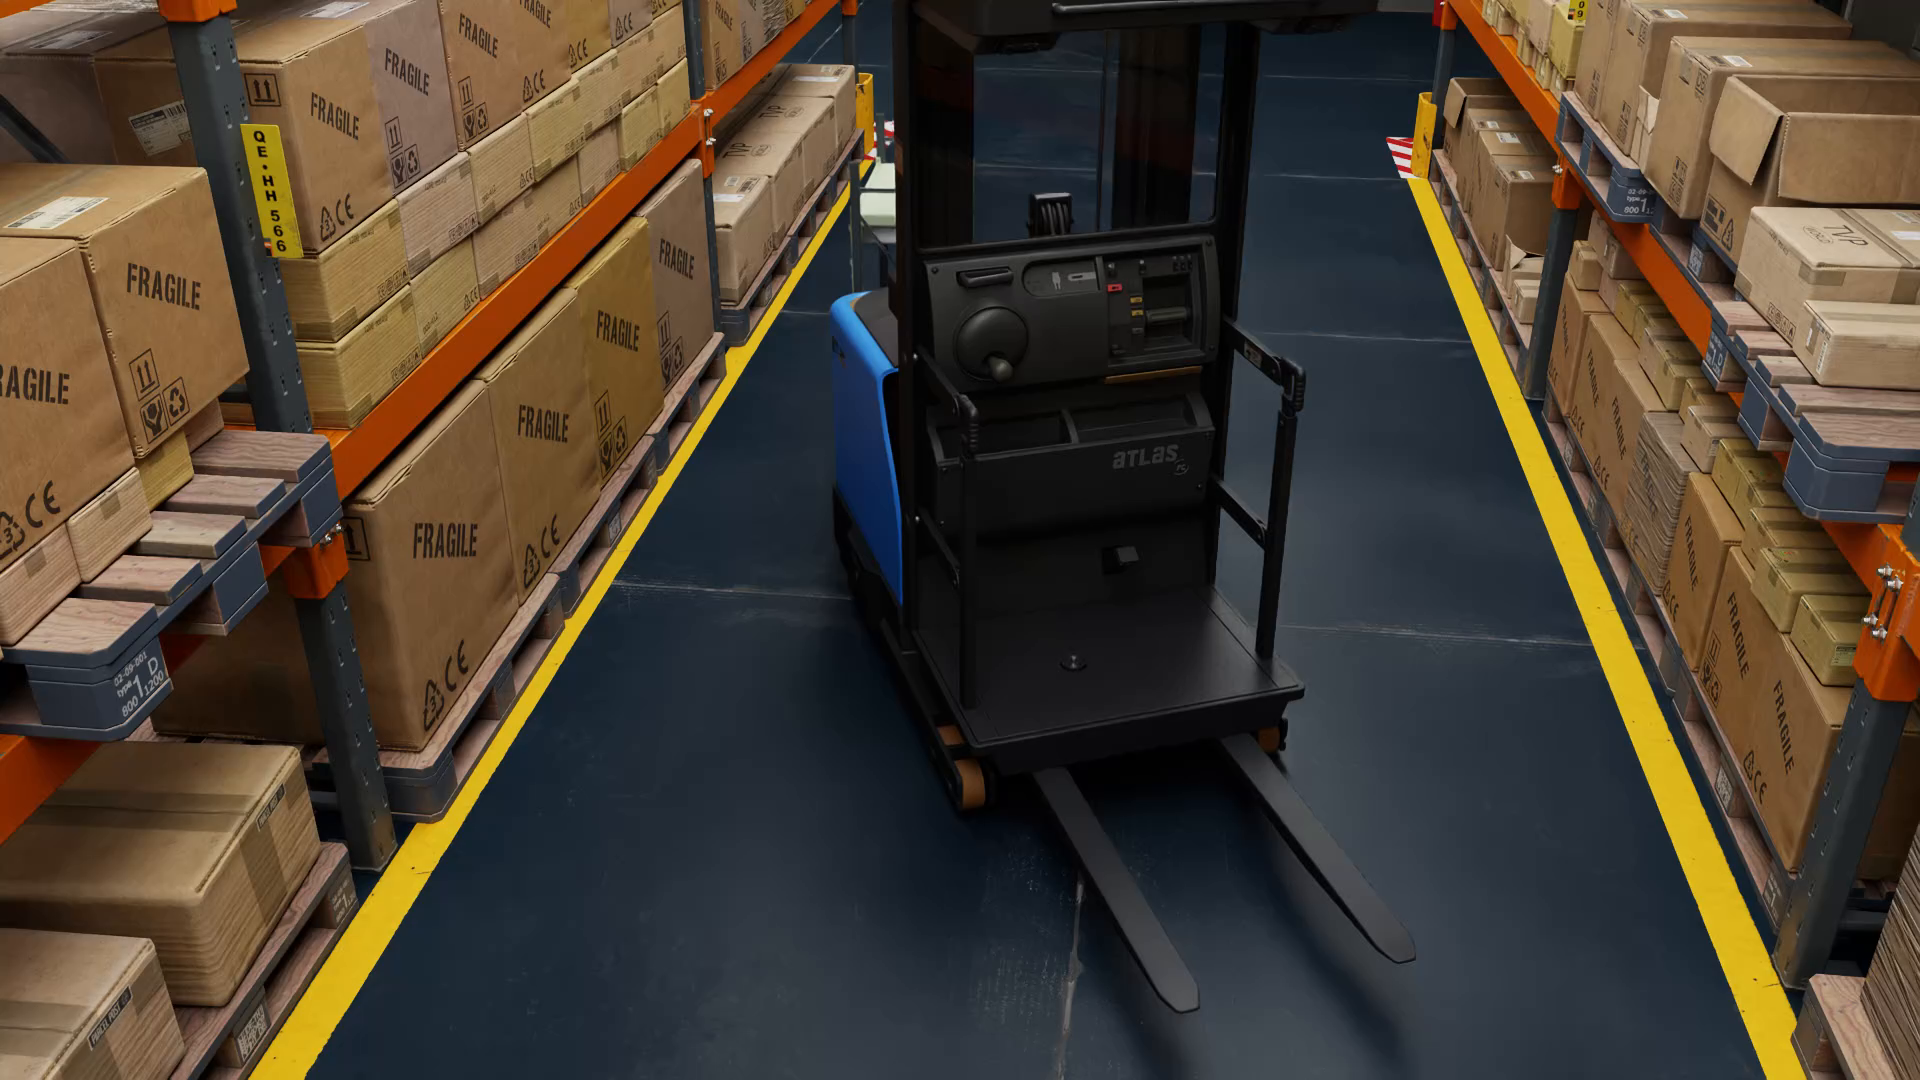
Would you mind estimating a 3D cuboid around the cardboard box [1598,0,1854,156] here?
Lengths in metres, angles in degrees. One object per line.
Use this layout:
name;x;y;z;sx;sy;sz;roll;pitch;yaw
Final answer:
cardboard box;2.874;-1.756;6.298;0.700;0.500;0.500;4;29;7

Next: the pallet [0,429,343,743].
pallet;-2.180;0.037;3.721;1.213;0.211;1.003;3;28;6

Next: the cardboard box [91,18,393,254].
cardboard box;-1.895;-1.091;4.453;0.500;0.500;0.500;2;28;5

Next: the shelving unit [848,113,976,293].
shelving unit;-0.179;-0.912;6.861;0.431;1.500;0.755;2;28;5

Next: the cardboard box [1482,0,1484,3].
cardboard box;3.321;-3.255;9.895;0.380;0.149;0.250;4;29;8

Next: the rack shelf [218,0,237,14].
rack shelf;-1.953;-2.334;5.516;1.077;0.370;4.000;3;28;6

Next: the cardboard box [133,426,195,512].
cardboard box;-1.966;-0.165;3.716;0.380;0.149;0.250;4;29;7

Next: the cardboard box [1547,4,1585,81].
cardboard box;3.039;-2.304;7.709;0.500;0.250;0.500;4;29;7

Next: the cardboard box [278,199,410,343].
cardboard box;-1.891;-0.767;4.643;0.500;0.250;0.500;3;28;6

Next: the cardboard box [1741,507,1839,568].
cardboard box;2.616;0.029;5.043;0.380;0.149;0.250;2;28;5

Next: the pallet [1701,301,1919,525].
pallet;2.742;-0.341;4.423;1.213;0.211;1.003;3;28;6

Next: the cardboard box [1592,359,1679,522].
cardboard box;2.815;-0.369;6.465;0.500;0.500;0.500;3;28;5

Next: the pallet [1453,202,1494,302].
pallet;3.451;-1.657;9.603;1.003;0.211;1.213;3;28;6

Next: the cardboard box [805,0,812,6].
cardboard box;-1.144;-3.478;9.938;0.500;0.500;0.500;4;29;8

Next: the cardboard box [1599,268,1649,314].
cardboard box;2.953;-1.067;7.077;0.380;0.149;0.250;3;28;5

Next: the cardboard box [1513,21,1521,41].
cardboard box;3.214;-2.765;8.984;0.380;0.149;0.250;3;28;6

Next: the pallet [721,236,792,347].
pallet;-1.537;-1.398;9.122;1.003;0.211;1.213;3;28;6

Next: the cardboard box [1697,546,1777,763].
cardboard box;2.639;0.367;5.100;0.500;0.500;0.500;3;28;5

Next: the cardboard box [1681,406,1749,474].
cardboard box;2.728;-0.342;5.731;0.380;0.149;0.250;2;28;4

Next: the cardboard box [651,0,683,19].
cardboard box;-1.514;-2.531;7.126;0.500;0.500;0.500;4;29;8

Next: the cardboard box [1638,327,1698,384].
cardboard box;2.845;-0.700;6.396;0.380;0.149;0.250;3;28;6

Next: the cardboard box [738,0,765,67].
cardboard box;-1.325;-2.758;8.602;0.500;0.500;0.500;4;29;7

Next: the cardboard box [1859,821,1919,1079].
cardboard box;2.638;1.051;3.698;0.875;0.625;0.625;4;29;8

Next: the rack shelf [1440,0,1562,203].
rack shelf;3.464;-2.610;9.191;1.077;0.370;4.000;3;28;6

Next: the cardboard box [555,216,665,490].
cardboard box;-1.808;-0.799;6.868;0.875;0.875;0.875;4;29;8

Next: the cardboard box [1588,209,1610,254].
cardboard box;2.971;-1.329;7.250;0.380;0.149;0.250;3;28;5

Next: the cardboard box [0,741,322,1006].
cardboard box;-2.277;0.848;4.341;0.950;0.372;0.625;1;28;3

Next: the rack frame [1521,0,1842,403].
rack frame;3.219;-1.985;7.272;1.000;3.000;0.127;3;28;6

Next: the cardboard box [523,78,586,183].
cardboard box;-1.678;-1.482;5.970;0.500;0.250;0.500;4;29;7

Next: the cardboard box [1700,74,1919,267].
cardboard box;2.745;-1.112;5.100;0.797;0.503;0.637;3;28;5

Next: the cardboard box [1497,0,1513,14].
cardboard box;3.224;-3.017;9.032;0.500;0.250;0.500;3;28;5

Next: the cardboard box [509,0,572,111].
cardboard box;-1.700;-1.805;5.779;0.500;0.500;0.500;4;29;7

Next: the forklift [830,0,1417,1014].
forklift;0.418;-0.658;4.881;1.130;2.935;3.031;-8;29;-15

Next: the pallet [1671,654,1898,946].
pallet;2.857;0.776;5.087;1.003;0.211;1.213;3;28;6

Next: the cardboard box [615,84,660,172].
cardboard box;-1.576;-1.740;6.976;0.500;0.250;0.500;3;28;5

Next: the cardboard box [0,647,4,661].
cardboard box;-2.011;0.205;3.030;0.380;0.149;0.250;4;29;7

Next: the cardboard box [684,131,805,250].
cardboard box;-1.416;-2.040;9.632;0.875;0.438;0.875;3;28;5

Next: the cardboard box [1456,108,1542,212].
cardboard box;3.396;-2.270;9.994;0.700;0.500;0.500;4;29;8

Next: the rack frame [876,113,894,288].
rack frame;-0.146;-1.085;7.182;0.400;1.500;0.023;2;28;5

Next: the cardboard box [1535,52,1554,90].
cardboard box;3.025;-2.287;8.097;0.380;0.149;0.250;4;29;8

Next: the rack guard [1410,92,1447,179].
rack guard;3.699;-2.732;11.294;1.175;0.500;0.348;3;28;6

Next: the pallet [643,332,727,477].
pallet;-1.728;-0.677;7.784;1.003;0.211;1.213;3;28;6

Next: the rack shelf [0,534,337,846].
rack shelf;-2.443;0.869;2.733;1.077;0.370;4.000;3;28;6

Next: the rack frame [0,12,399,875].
rack frame;-2.198;-0.389;4.310;1.000;3.000;0.127;3;28;6

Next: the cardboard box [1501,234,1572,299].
cardboard box;3.039;-1.414;8.652;0.396;0.266;0.258;4;29;8

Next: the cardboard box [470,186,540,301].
cardboard box;-1.773;-1.028;5.654;0.500;0.250;0.500;4;29;8

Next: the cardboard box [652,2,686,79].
cardboard box;-1.521;-2.204;7.310;0.500;0.250;0.500;3;28;6
